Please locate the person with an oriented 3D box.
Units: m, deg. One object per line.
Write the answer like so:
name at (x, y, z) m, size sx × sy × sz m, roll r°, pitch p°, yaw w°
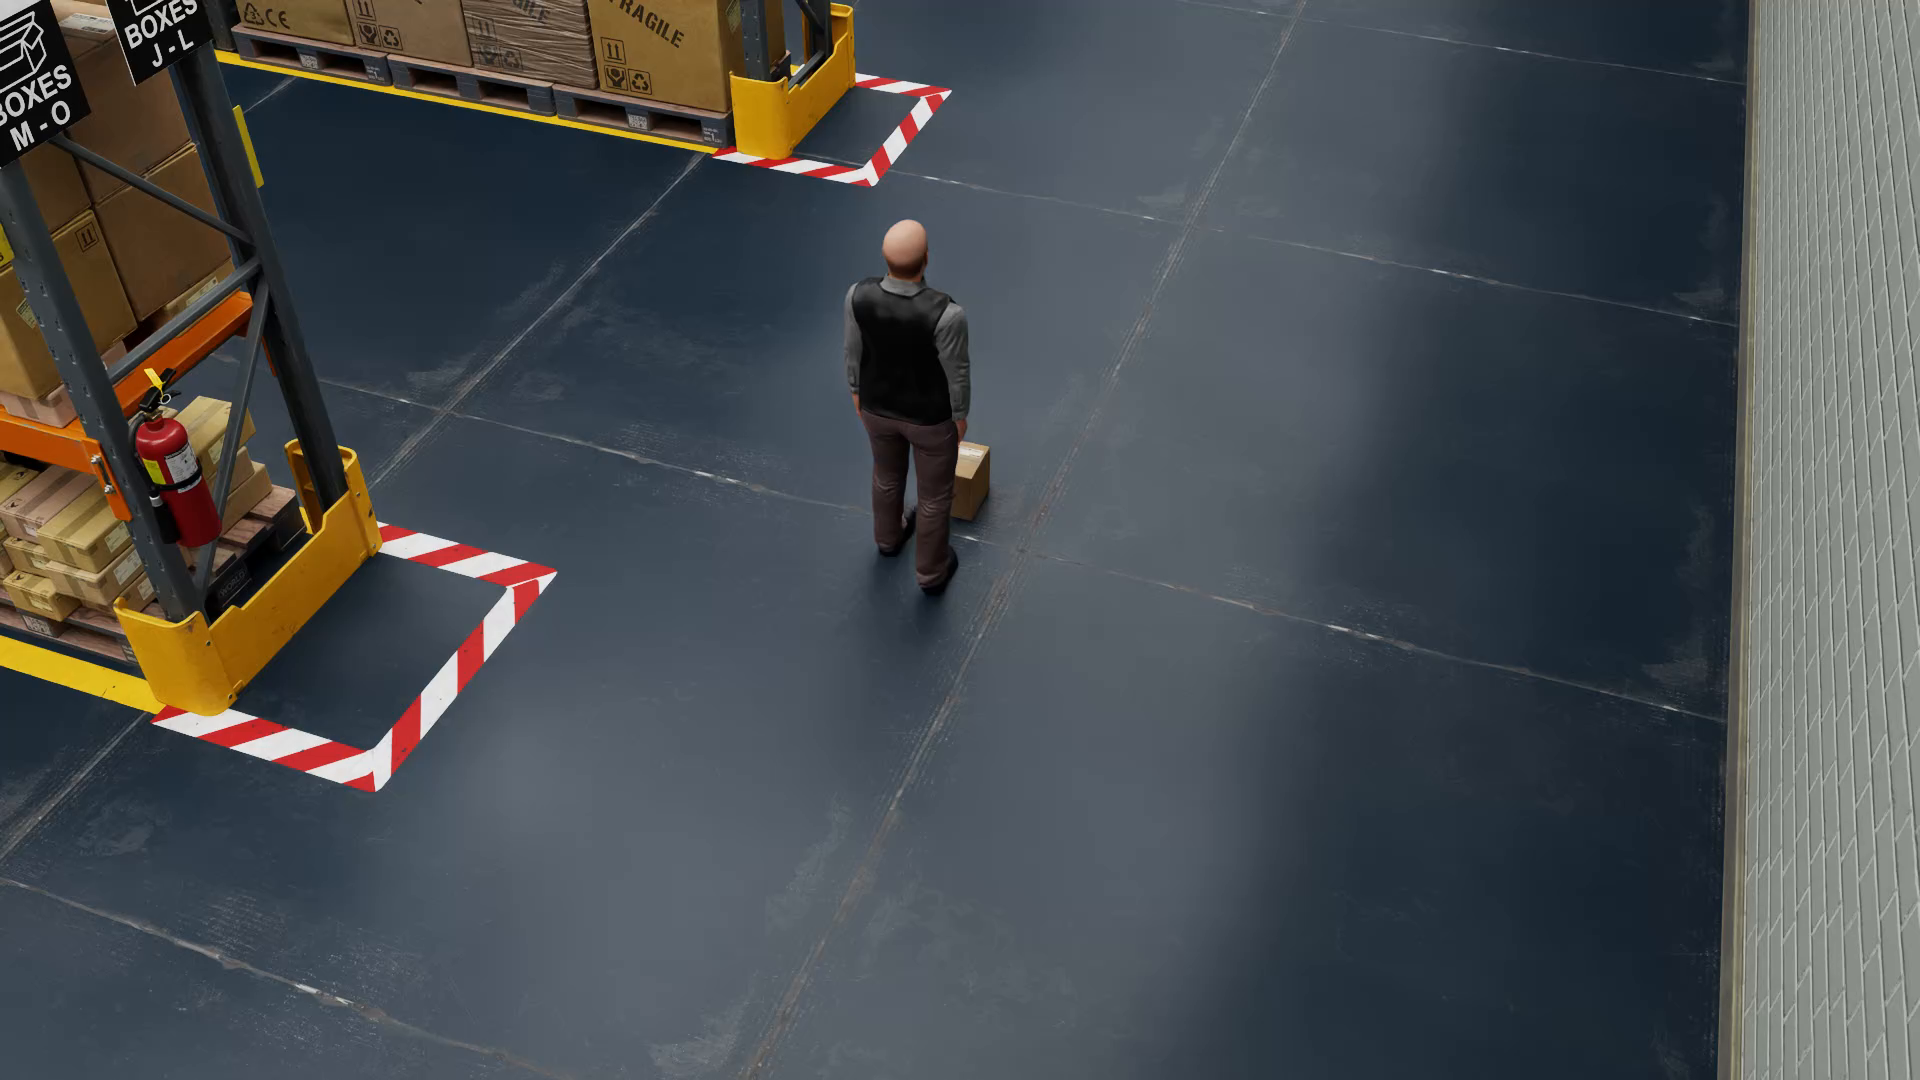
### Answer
person at (-0.189, -0.570, 6.828) m, size 0.540 × 1.724 × 0.496 m, roll 14°, pitch 43°, yaw 16°
